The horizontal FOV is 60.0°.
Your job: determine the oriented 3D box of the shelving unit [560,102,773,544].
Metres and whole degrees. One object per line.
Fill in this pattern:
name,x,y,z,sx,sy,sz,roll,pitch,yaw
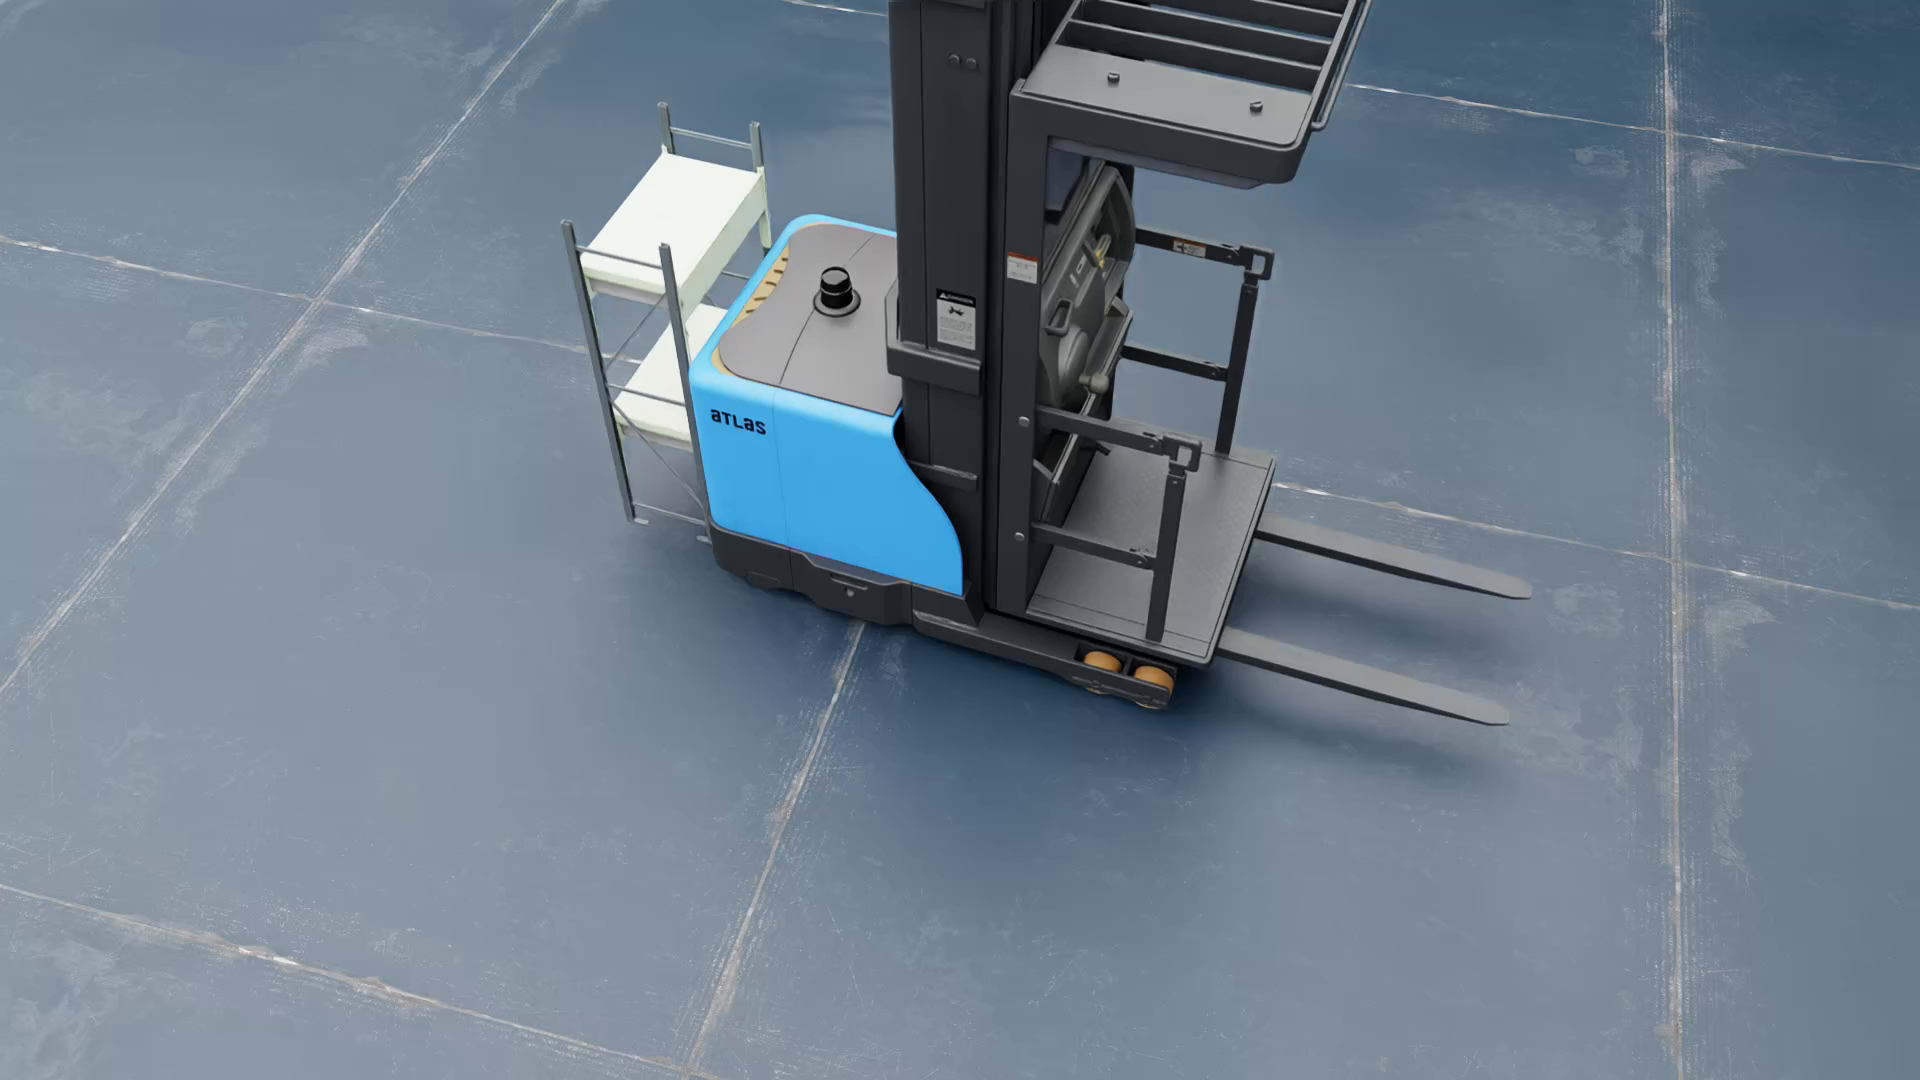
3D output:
shelving unit,-1.035,-0.790,6.366,0.431,1.500,0.755,15,50,13

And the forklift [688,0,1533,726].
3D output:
forklift,0.608,-0.803,5.422,3.031,2.935,1.130,15,50,13

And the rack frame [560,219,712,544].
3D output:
rack frame,-1.158,-0.532,6.138,0.400,1.500,0.023,15,50,13

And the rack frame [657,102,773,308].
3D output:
rack frame,-0.913,-1.049,6.594,0.400,1.500,0.023,15,50,13

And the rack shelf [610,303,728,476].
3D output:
rack shelf,-1.035,-0.575,6.611,0.431,0.370,0.720,15,50,13

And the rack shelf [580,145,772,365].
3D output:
rack shelf,-1.035,-1.049,6.074,0.431,0.370,0.720,15,50,13
